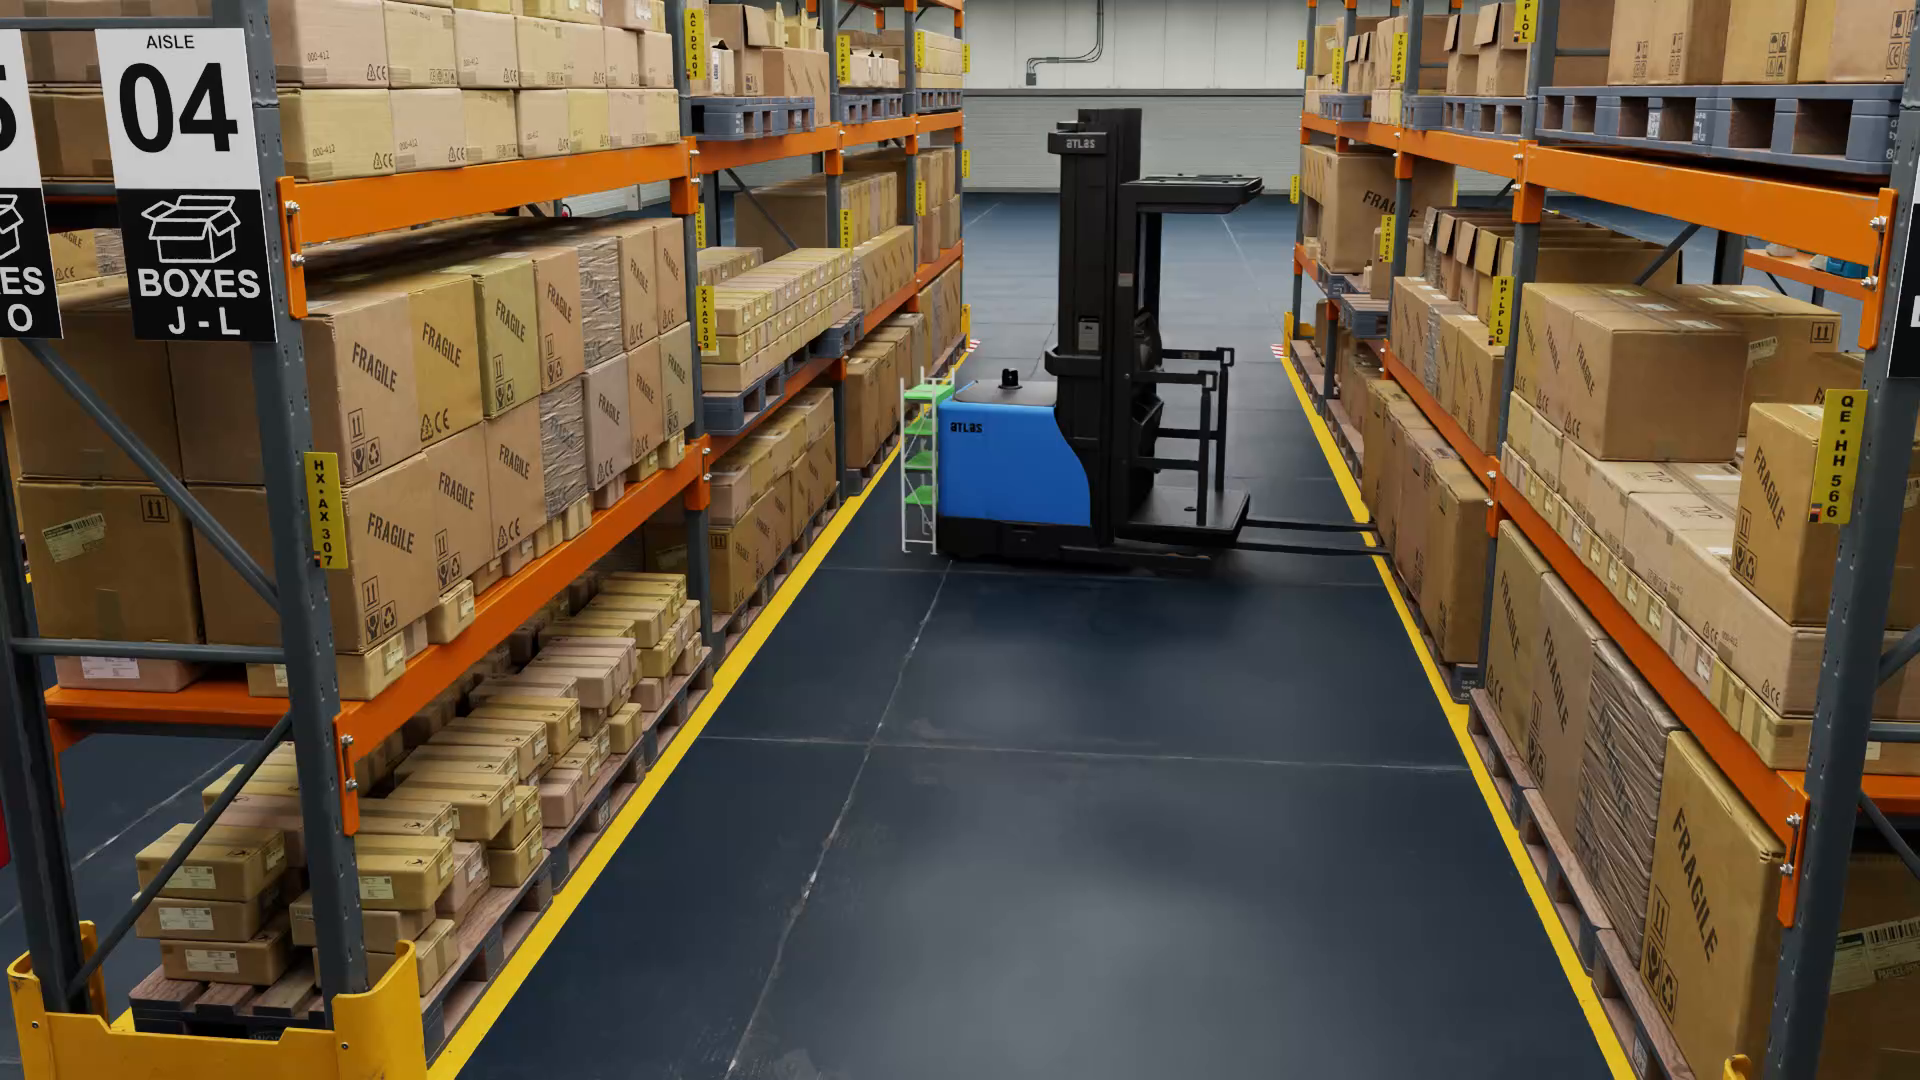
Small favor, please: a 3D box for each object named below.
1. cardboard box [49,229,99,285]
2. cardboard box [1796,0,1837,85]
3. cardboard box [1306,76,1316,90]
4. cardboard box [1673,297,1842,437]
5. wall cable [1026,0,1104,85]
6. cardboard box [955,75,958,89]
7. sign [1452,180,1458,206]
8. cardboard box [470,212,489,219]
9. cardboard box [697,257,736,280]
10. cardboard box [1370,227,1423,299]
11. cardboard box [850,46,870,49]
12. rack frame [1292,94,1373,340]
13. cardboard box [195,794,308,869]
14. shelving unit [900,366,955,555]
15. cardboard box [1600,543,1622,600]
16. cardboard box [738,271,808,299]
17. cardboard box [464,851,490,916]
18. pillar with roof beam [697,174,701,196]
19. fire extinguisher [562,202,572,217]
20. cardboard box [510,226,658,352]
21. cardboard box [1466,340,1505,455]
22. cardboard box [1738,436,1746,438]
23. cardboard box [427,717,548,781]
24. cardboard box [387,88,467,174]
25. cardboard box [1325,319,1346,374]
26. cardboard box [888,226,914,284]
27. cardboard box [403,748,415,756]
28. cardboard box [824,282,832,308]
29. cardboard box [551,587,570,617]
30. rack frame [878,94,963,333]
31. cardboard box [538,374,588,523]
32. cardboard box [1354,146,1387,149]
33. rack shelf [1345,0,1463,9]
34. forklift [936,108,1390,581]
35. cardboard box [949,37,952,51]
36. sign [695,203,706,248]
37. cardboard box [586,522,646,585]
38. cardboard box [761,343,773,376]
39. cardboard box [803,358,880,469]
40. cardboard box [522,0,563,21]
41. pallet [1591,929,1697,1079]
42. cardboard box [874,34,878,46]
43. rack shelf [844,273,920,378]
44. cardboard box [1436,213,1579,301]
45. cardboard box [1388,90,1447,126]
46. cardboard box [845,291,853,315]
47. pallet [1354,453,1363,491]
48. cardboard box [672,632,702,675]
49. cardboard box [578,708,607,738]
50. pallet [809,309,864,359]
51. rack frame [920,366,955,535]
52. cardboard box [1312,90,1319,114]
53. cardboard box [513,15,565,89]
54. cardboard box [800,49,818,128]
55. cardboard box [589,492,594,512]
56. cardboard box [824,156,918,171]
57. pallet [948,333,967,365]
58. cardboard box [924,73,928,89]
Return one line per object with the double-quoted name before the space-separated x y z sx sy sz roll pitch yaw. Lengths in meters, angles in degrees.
"cardboard box" -6.215 -1.999 11.200 0.500 0.500 0.500 2 15 6
"cardboard box" 2.828 -1.531 4.643 0.700 0.500 0.500 1 15 4
"cardboard box" 4.059 -5.094 18.530 0.380 0.149 0.250 2 15 7
"cardboard box" 3.244 -0.719 6.854 0.500 0.500 0.500 2 15 7
"wall cable" 3.154 -16.698 49.658 2.305 6.003 0.169 2 15 6
"cardboard box" -0.230 -5.176 18.798 0.380 0.149 0.250 2 15 7
"sign" 4.546 -3.161 15.386 0.100 0.325 0.005 2 15 6
"cardboard box" -5.423 -3.468 17.978 0.500 0.500 0.500 2 15 6
"cardboard box" -1.709 -1.805 11.126 0.380 0.149 0.250 1 15 4
"cardboard box" 3.527 -2.120 12.758 0.700 0.500 0.500 4 16 15
"cardboard box" -1.123 -4.695 16.253 0.500 0.250 0.500 2 15 6
"rack frame" 4.445 -3.655 19.431 1.000 3.000 0.127 2 15 6
"cardboard box" -2.384 1.001 5.731 0.380 0.149 0.250 2 15 7
"shelving unit" -0.217 -0.552 11.404 0.258 1.200 0.503 4 16 14
"cardboard box" 2.525 0.118 5.961 0.380 0.149 0.250 2 15 7
"cardboard box" -1.153 -1.577 10.286 0.380 0.149 0.250 2 15 8
"cardboard box" -1.931 1.235 6.005 0.380 0.149 0.250 2 15 7
"pillar with roof beam" -3.645 -14.488 48.001 9.100 9.000 0.400 2 15 6
"fire extinguisher" -4.931 -3.925 20.580 0.296 0.674 0.183 2 15 6
"cardboard box" -1.663 -1.125 7.399 0.500 0.500 0.500 1 15 4
"cardboard box" 2.873 -0.720 8.386 0.500 0.500 0.500 2 15 6
"cardboard box" 3.246 -0.357 6.953 0.500 0.250 0.500 2 15 8
"cardboard box" -1.827 0.808 6.444 0.380 0.149 0.250 2 15 8
"cardboard box" -1.909 -1.298 5.257 0.500 0.250 0.500 2 15 8
"cardboard box" 4.128 -2.028 17.399 0.500 0.500 0.500 0 15 1
"cardboard box" -0.716 -2.694 15.689 0.500 0.500 0.500 2 15 6
"cardboard box" -2.351 0.872 6.778 0.380 0.149 0.250 2 15 9
"cardboard box" -1.062 -1.633 11.062 0.380 0.149 0.250 2 15 6
"cardboard box" -2.161 0.325 8.232 0.380 0.149 0.250 2 15 9
"rack frame" -0.472 -3.827 20.068 1.000 3.000 0.127 2 15 6
"cardboard box" -1.798 -0.376 6.544 0.500 0.500 0.500 1 15 5
"cardboard box" 4.578 -4.049 18.214 0.500 0.500 0.500 2 15 6
"rack shelf" 3.768 -4.454 13.039 1.077 0.370 4.000 2 15 6
"forklift" 1.415 -1.304 10.869 3.031 2.935 1.130 4 16 15
"cardboard box" -0.288 -5.429 18.204 0.380 0.149 0.250 2 15 6
"sign" -1.926 -2.326 12.301 0.100 0.325 0.005 2 15 6
"cardboard box" -1.993 0.090 9.567 0.500 0.500 0.500 1 15 5
"cardboard box" -1.267 -1.021 9.370 0.380 0.149 0.250 2 15 7
"cardboard box" -1.216 -1.024 13.208 1.050 0.750 0.750 1 15 5
"cardboard box" -1.718 -2.032 6.251 0.380 0.149 0.250 1 15 5
"pallet" 2.652 1.632 5.224 1.003 0.211 1.213 2 15 6
"cardboard box" -1.055 -5.184 17.297 0.380 0.149 0.250 2 15 6
"rack shelf" -1.149 -1.923 14.407 1.077 0.370 4.000 2 15 6
"cardboard box" 3.368 -1.754 10.289 0.797 0.503 0.637 2 15 8
"cardboard box" 3.352 -3.086 11.868 0.500 0.250 0.500 2 15 6
"cardboard box" -0.973 -1.692 11.850 0.380 0.149 0.250 2 15 7
"pallet" 3.632 -0.436 12.871 1.003 0.211 1.213 2 15 6
"cardboard box" -1.532 0.571 8.462 0.380 0.149 0.250 2 15 7
"cardboard box" -1.762 0.745 7.249 0.380 0.149 0.250 1 15 4
"pallet" -1.349 -1.471 11.725 1.213 0.211 1.003 2 15 6
"rack frame" -0.155 -0.613 11.632 0.240 1.200 0.015 4 16 14
"cardboard box" 4.022 -4.651 17.655 0.500 0.250 0.500 2 15 6
"cardboard box" -1.787 -1.798 6.146 0.500 0.250 0.500 1 15 4
"cardboard box" -1.230 -2.963 10.934 0.500 0.500 0.500 2 15 6
"cardboard box" -1.772 -0.173 7.036 0.380 0.149 0.250 1 15 5
"cardboard box" -0.901 -3.624 16.961 0.875 0.550 0.550 2 15 6
"pallet" -0.484 -2.271 19.657 1.003 0.211 1.213 2 15 6
"cardboard box" -0.517 -4.519 16.366 0.380 0.149 0.250 2 15 6
